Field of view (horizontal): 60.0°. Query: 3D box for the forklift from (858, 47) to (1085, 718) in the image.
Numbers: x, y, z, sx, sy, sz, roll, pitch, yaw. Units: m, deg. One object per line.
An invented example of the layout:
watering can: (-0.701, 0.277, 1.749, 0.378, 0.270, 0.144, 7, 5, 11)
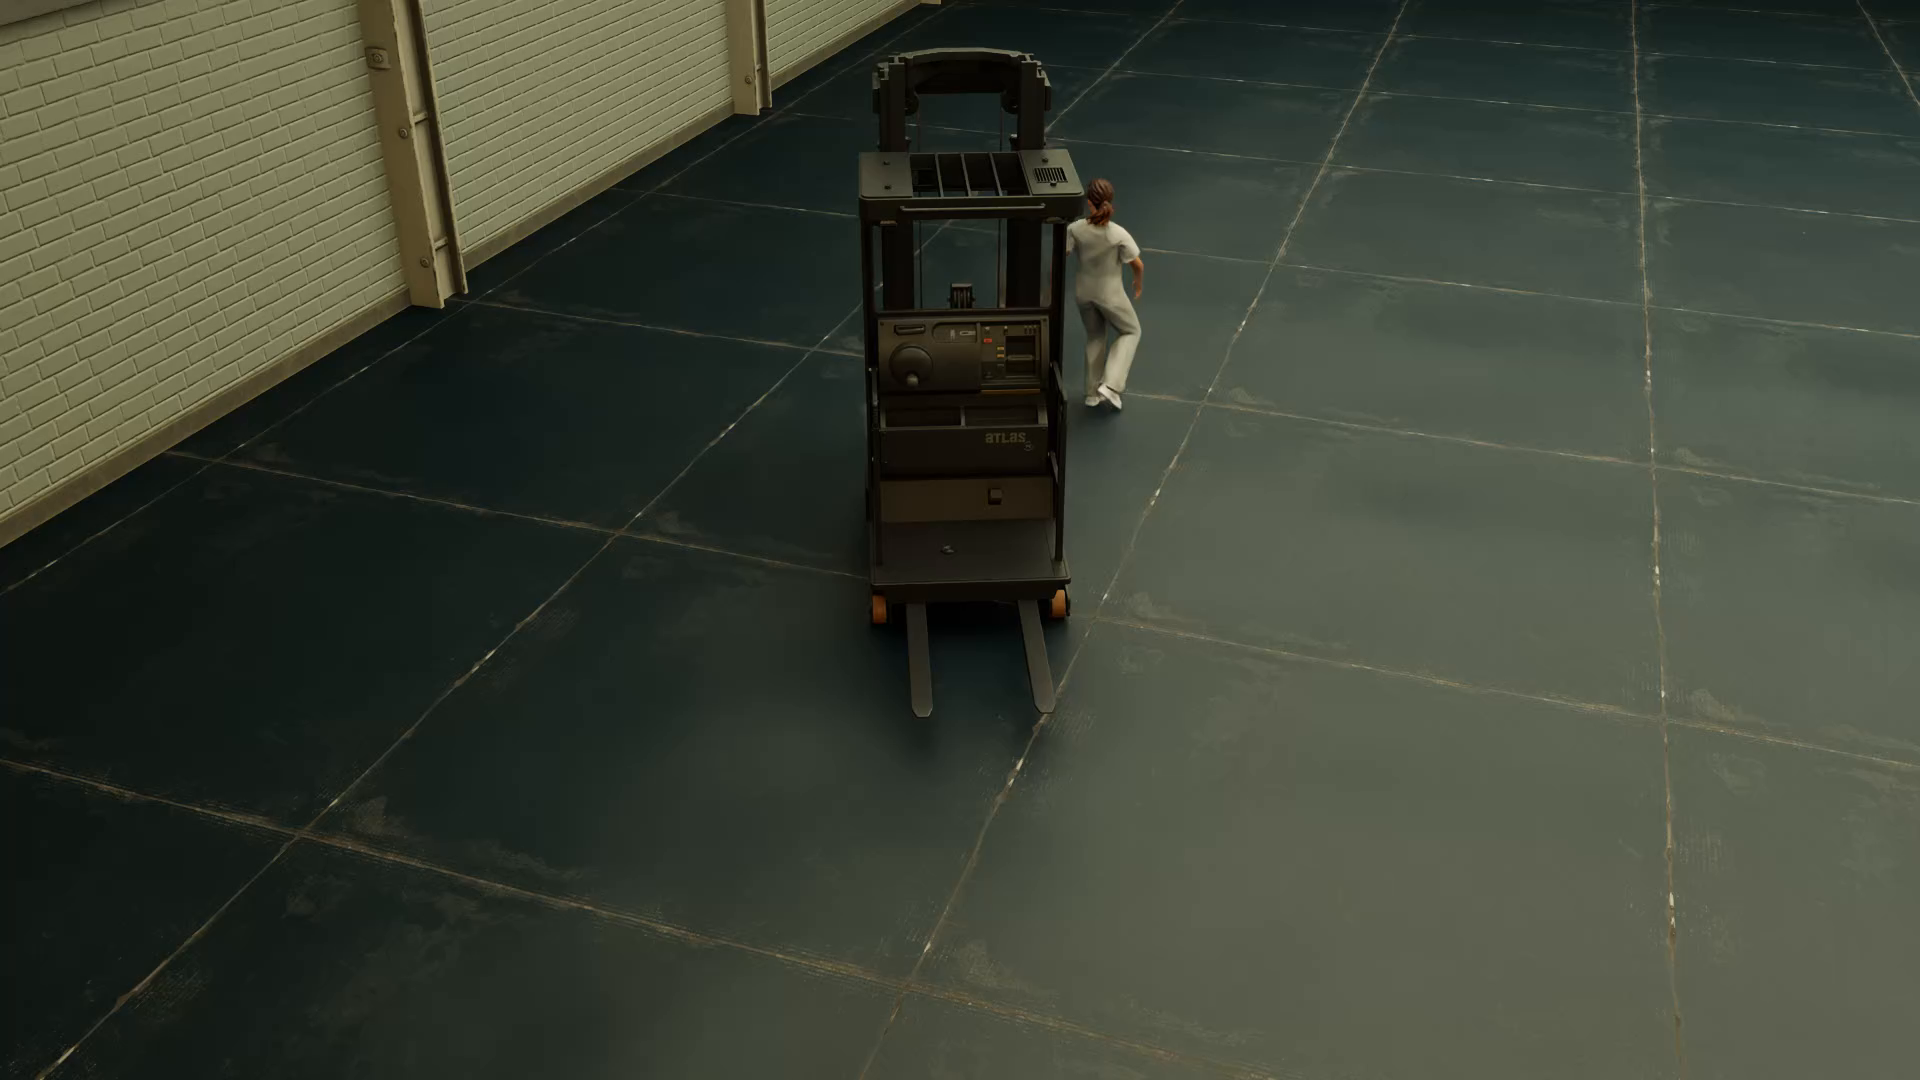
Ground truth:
forklift: (0.035, -0.972, 8.842, 1.130, 2.935, 3.031, -2, 30, -3)

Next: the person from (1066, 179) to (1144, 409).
person: (0.936, -1.694, 11.414, 0.670, 1.644, 0.463, 18, 34, 28)
